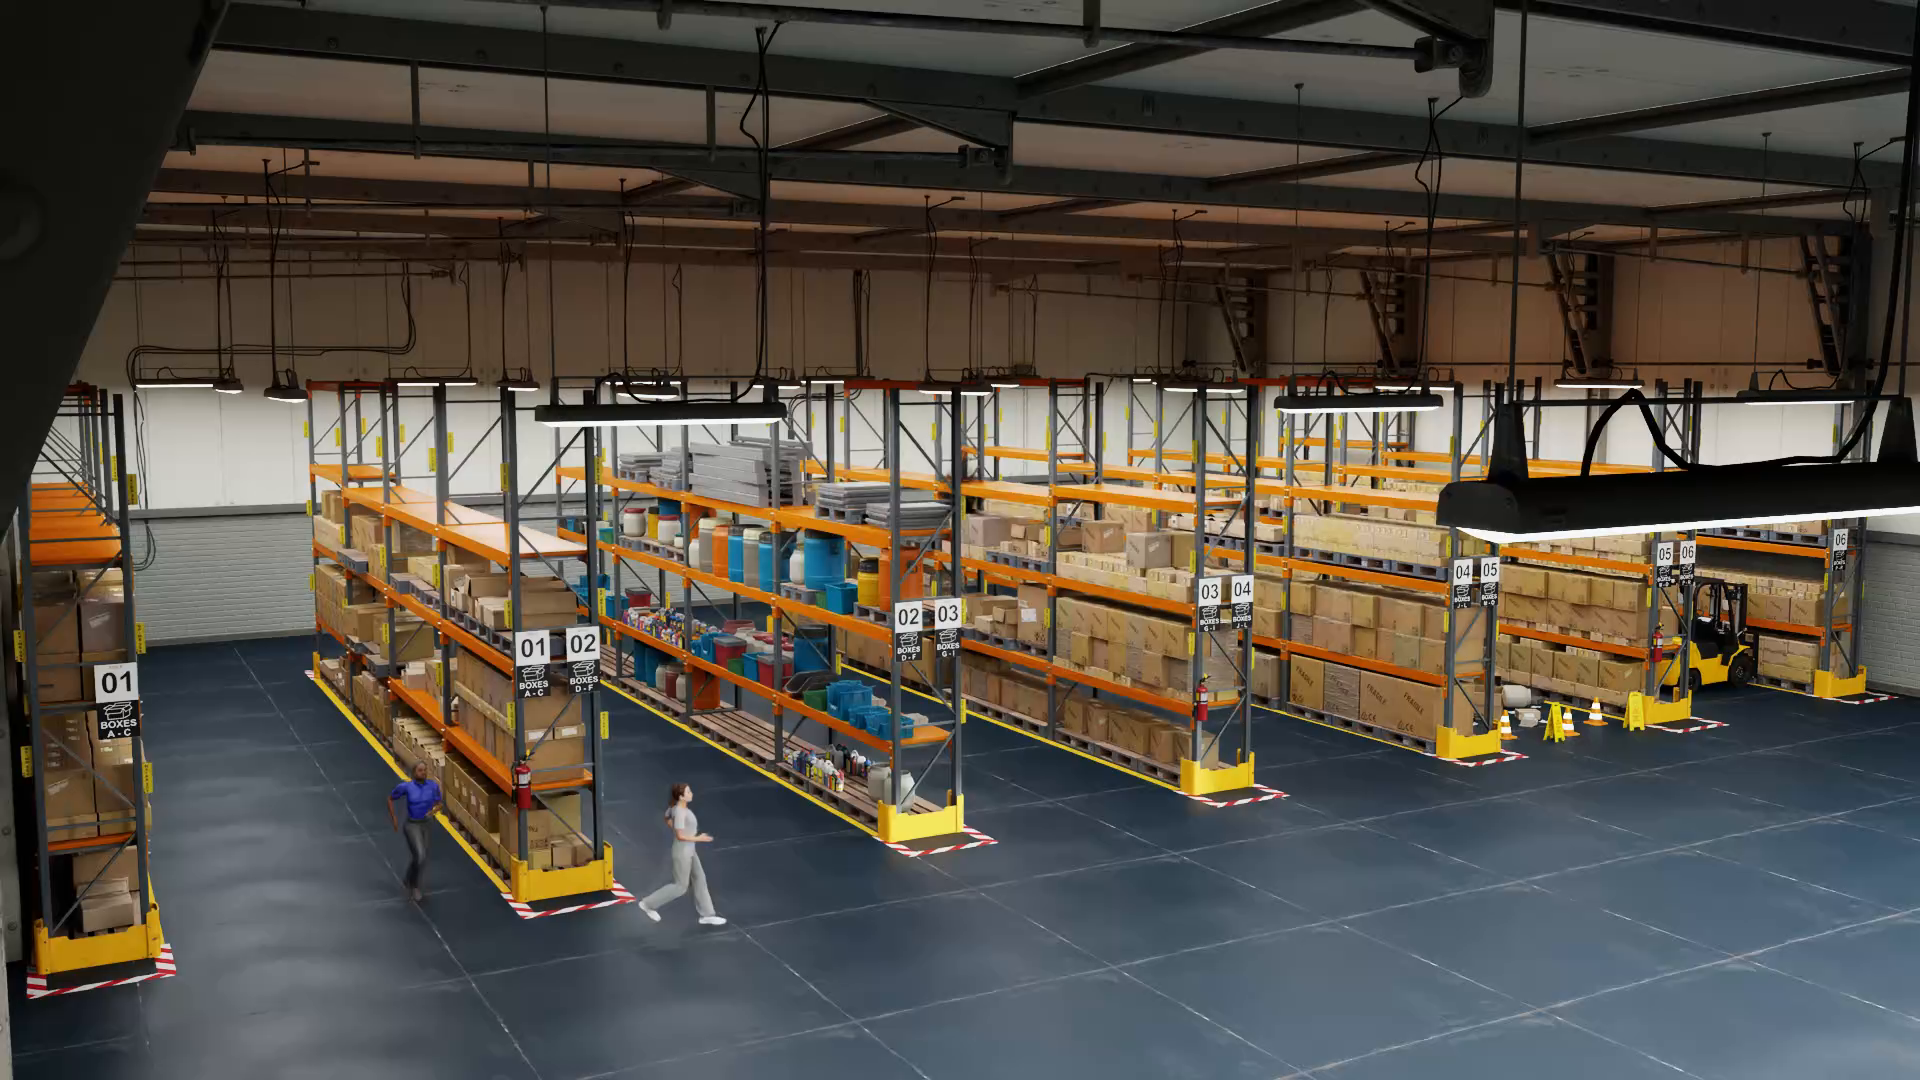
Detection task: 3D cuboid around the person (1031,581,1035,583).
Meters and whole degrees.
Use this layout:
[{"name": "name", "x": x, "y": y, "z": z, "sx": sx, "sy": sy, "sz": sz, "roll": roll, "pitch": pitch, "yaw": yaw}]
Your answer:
[{"name": "person", "x": 1.584, "y": 1.618, "z": 35.439, "sx": 0.620, "sy": 1.631, "sz": 0.830, "roll": -3, "pitch": 7, "yaw": -29}]

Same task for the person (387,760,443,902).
[{"name": "person", "x": -6.423, "y": 3.446, "z": 19.710, "sx": 0.650, "sy": 1.664, "sz": 0.568, "roll": 6, "pitch": 8, "yaw": 44}]

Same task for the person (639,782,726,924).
[{"name": "person", "x": -3.113, "y": 3.517, "z": 18.595, "sx": 0.964, "sy": 1.655, "sz": 0.581, "roll": -1, "pitch": 6, "yaw": -6}]
